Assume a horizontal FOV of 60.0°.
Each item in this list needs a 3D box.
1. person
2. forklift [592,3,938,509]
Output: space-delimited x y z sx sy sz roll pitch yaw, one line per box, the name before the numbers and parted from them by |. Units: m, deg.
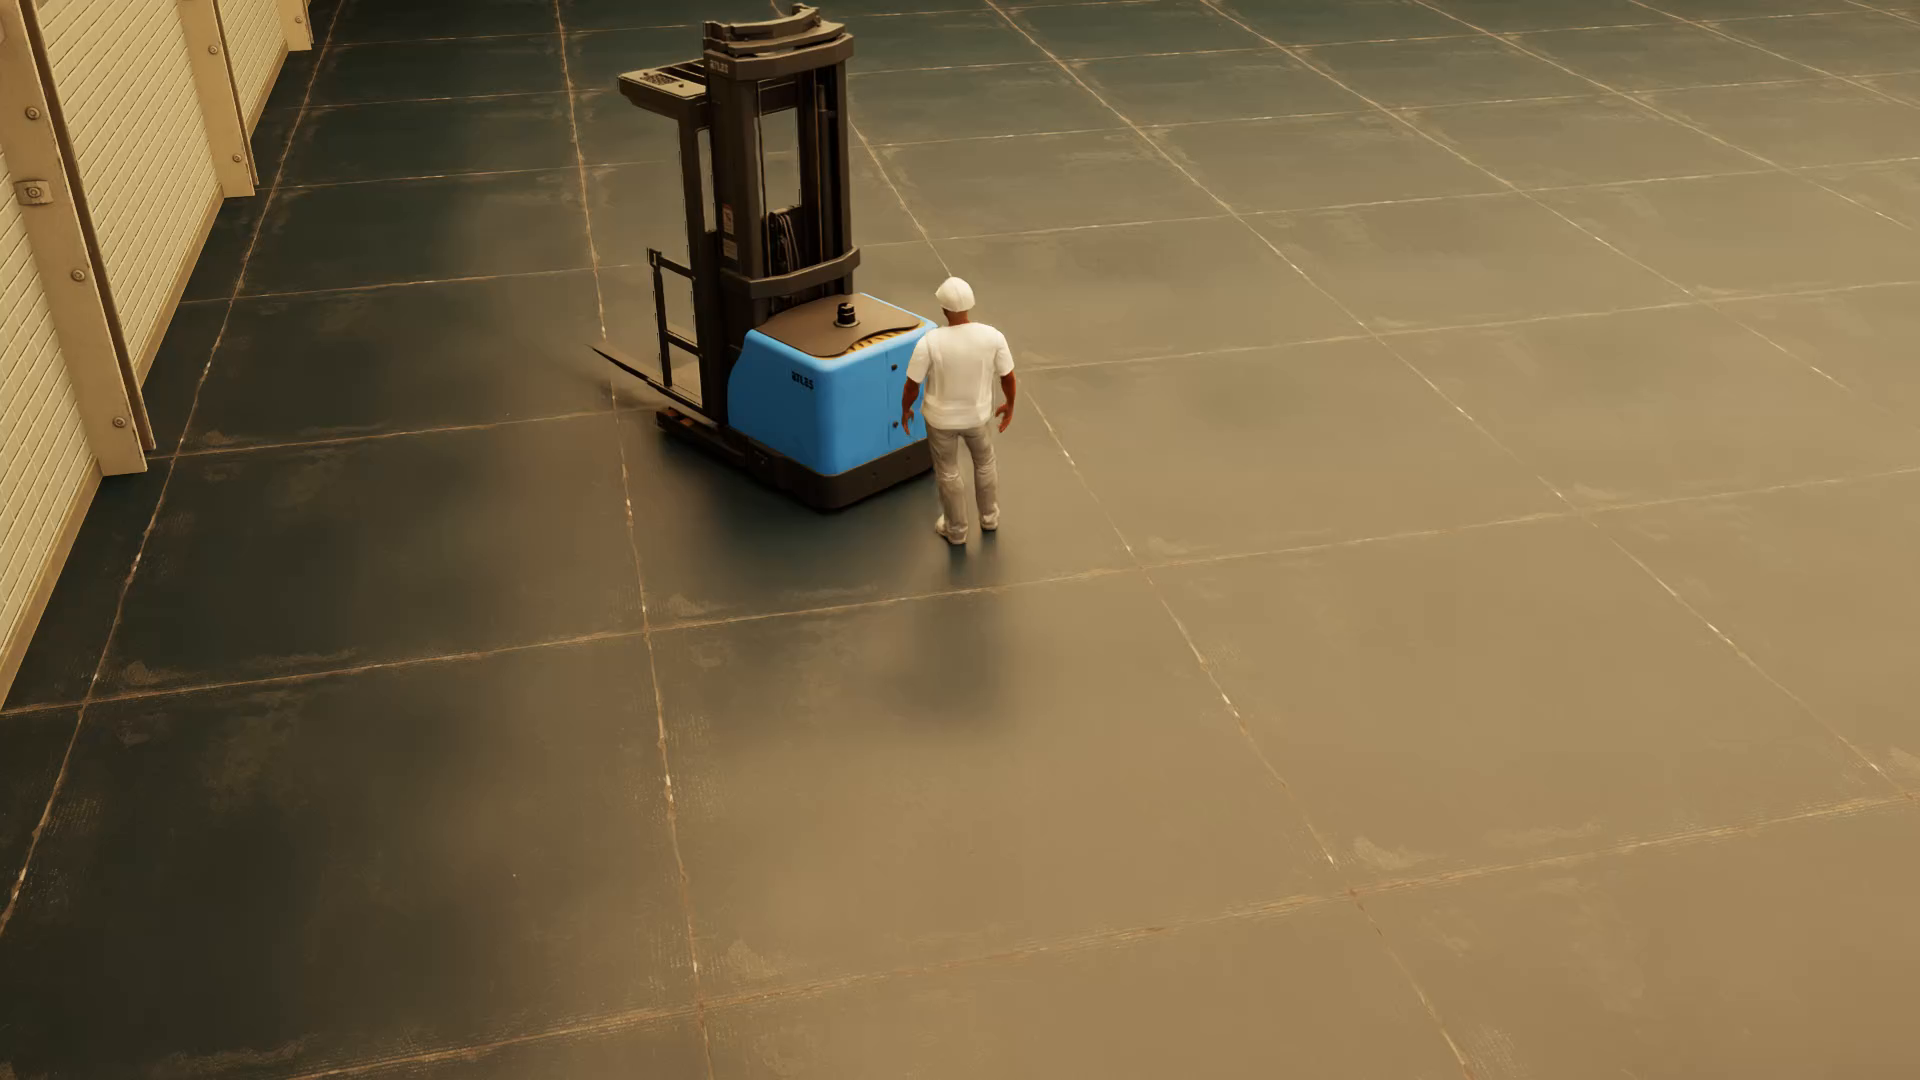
person | -0.022 -0.811 10.162 0.691 1.755 0.566 -5 30 -9
forklift | -1.503 -2.112 11.224 1.130 2.935 3.031 -26 39 -37
